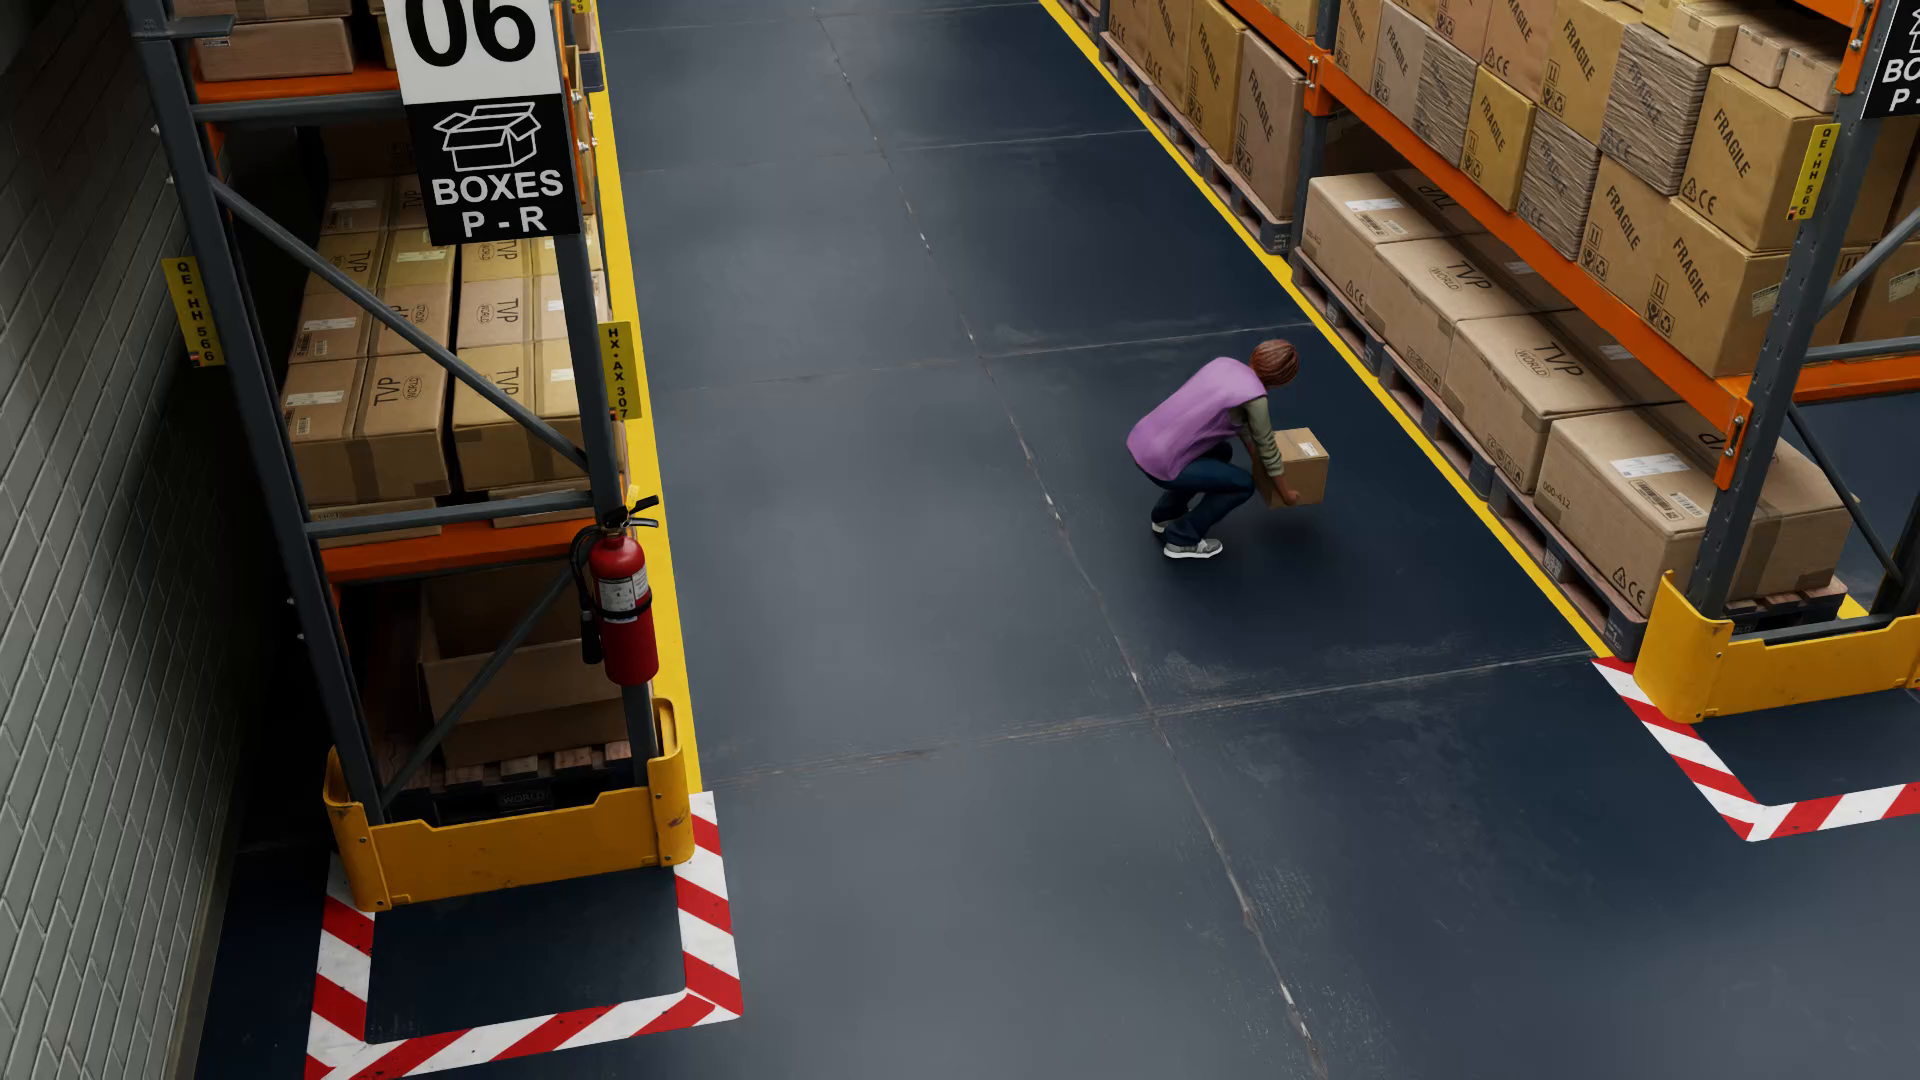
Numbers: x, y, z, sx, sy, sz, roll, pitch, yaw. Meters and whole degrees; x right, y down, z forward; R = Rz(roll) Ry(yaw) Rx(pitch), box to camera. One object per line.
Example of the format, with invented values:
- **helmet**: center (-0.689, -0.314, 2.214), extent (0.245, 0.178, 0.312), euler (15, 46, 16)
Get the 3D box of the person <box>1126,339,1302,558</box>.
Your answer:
- **person**: center (1.110, -0.404, 7.318), extent (0.789, 0.933, 0.448), euler (-7, 36, -11)
